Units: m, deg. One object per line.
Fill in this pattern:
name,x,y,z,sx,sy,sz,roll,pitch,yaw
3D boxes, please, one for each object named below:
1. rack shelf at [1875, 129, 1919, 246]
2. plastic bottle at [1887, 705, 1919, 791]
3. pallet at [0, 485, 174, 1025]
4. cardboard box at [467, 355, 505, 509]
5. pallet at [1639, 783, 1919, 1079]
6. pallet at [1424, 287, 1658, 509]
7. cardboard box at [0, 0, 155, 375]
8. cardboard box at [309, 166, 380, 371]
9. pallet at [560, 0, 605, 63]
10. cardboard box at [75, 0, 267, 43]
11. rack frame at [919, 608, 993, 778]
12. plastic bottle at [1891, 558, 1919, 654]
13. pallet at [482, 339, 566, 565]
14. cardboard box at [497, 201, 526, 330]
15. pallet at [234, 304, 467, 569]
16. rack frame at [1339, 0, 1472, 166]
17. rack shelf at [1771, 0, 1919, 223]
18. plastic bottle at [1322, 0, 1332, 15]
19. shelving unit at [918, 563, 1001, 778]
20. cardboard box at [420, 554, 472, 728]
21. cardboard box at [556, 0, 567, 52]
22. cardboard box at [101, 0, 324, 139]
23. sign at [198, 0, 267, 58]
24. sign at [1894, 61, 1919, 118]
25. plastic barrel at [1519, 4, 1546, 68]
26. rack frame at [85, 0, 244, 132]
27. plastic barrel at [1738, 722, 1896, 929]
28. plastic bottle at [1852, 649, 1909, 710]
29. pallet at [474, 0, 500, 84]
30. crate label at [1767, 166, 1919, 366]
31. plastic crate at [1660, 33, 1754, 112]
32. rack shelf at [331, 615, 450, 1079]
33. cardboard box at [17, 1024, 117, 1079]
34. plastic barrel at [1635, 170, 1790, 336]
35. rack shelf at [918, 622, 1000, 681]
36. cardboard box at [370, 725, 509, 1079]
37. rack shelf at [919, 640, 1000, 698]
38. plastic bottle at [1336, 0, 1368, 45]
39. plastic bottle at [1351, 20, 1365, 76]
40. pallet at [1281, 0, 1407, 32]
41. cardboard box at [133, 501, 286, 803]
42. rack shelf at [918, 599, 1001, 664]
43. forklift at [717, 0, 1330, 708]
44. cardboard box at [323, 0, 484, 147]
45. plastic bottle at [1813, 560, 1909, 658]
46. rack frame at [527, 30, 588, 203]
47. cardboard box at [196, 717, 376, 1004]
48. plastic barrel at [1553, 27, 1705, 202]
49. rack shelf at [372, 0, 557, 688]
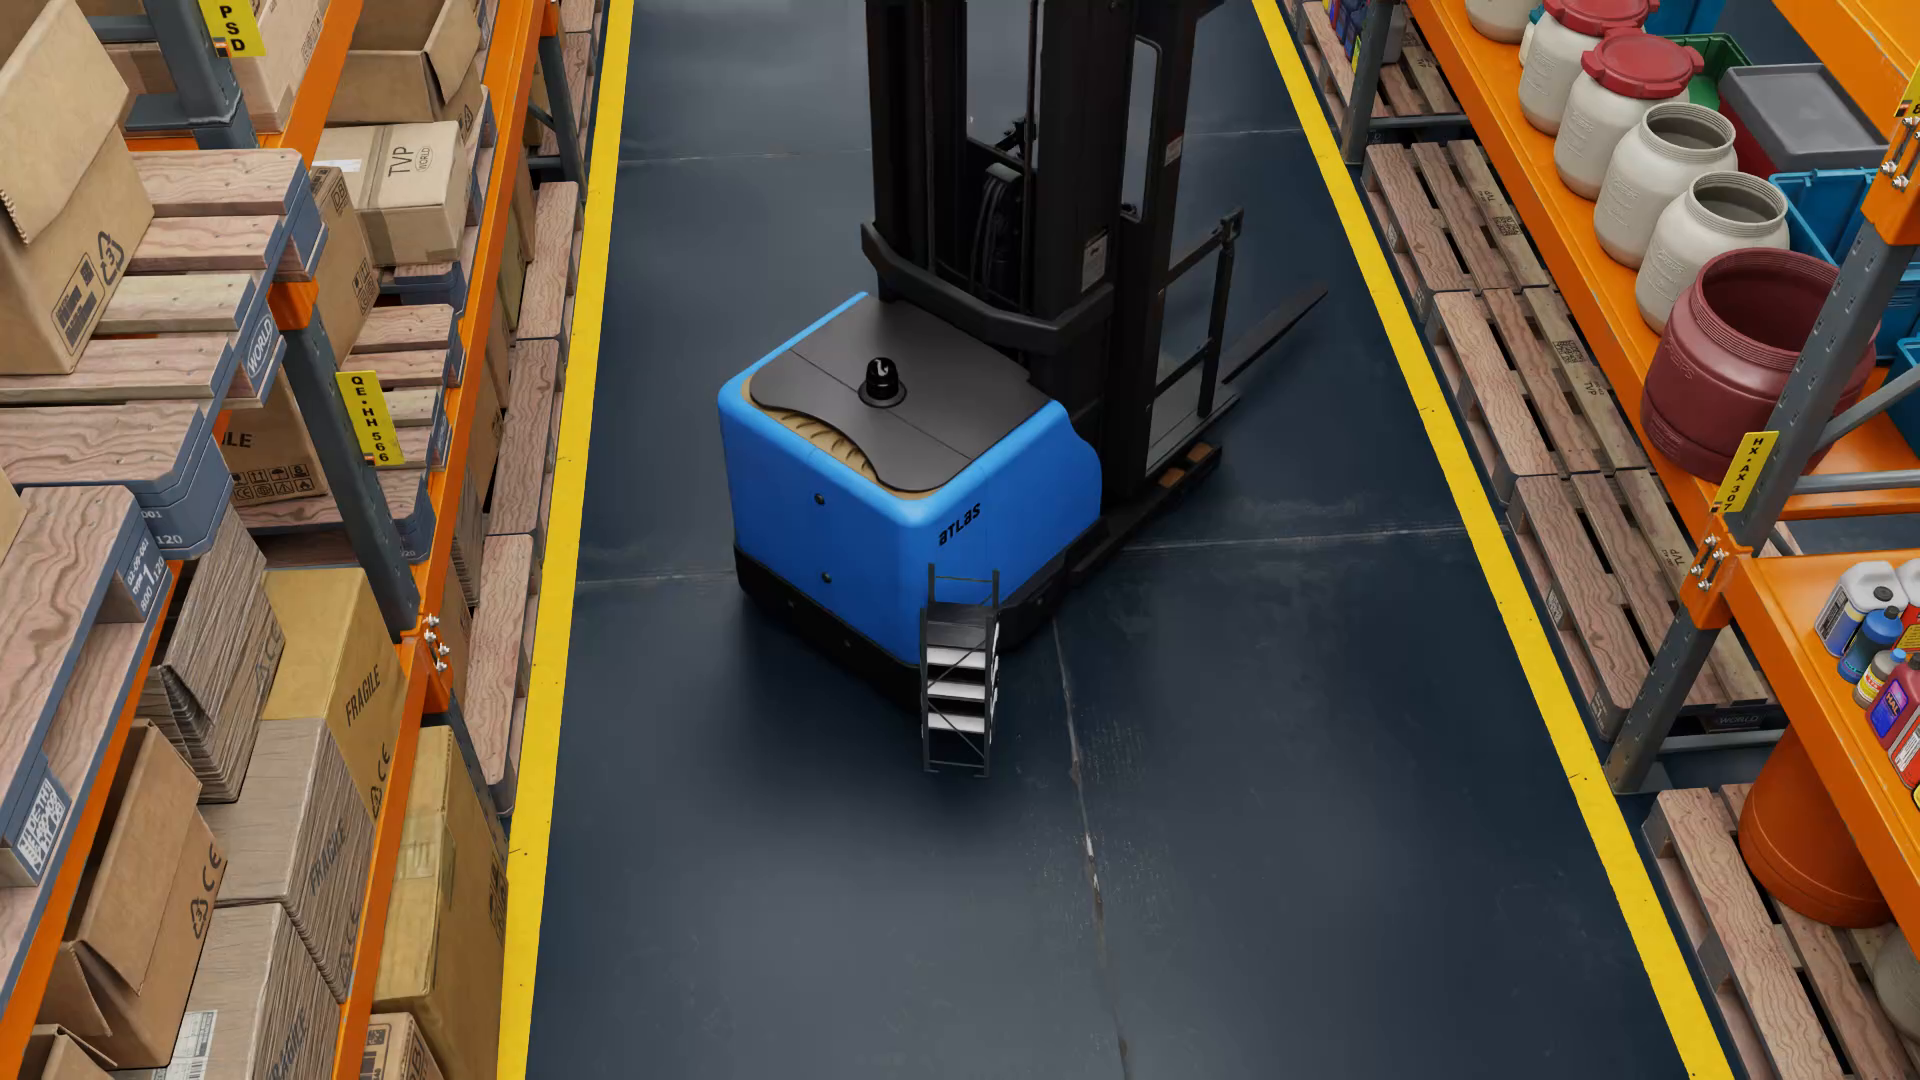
rack shelf,3.021,0.484,2.792,1.077,0.370,4.000,-3,47,-3
plastic bottle,2.606,0.531,4.403,0.152,0.276,0.135,-3,47,-3
pallet,-1.879,0.427,2.481,1.003,0.211,1.213,-2,47,-1
cardboard box,-2.271,-0.464,6.679,0.700,0.500,0.500,0,47,0
pallet,2.961,1.347,5.465,1.003,0.211,1.213,-3,47,-3
pallet,2.728,-0.664,7.370,1.003,0.211,1.213,-3,47,-3
cardboard box,-1.959,-0.653,3.012,0.797,0.503,0.637,-1,47,-1
cardboard box,-2.313,-0.843,5.261,0.700,0.500,0.500,3,47,3
pallet,-2.614,-3.182,9.755,1.003,0.211,1.213,-3,47,-3
cardboard box,-1.865,-1.472,3.735,0.500,0.500,0.500,-3,47,-3
rack frame,-0.013,0.546,5.750,0.240,0.900,0.006,5,47,5
plastic bottle,2.719,0.187,4.729,0.152,0.276,0.135,-3,47,-3
pallet,-2.245,-0.366,7.087,1.003,0.211,1.213,-3,47,-3
cardboard box,-2.366,-1.272,7.444,0.700,0.500,0.500,-4,47,-4
pallet,-2.248,-0.321,5.257,1.213,0.211,1.003,-3,47,-3
rack frame,2.519,-3.073,7.731,1.000,3.000,0.127,-3,47,-3
rack shelf,2.686,-2.410,5.533,1.077,0.370,4.000,-3,47,-3
plastic bottle,2.135,-3.135,9.311,0.144,0.351,0.185,-4,47,-4
shelving unit,0.000,0.473,5.819,0.258,0.900,0.210,5,47,5
cardboard box,-2.158,0.346,5.911,0.700,0.500,0.500,-6,47,-5
cardboard box,-2.466,-2.763,8.870,0.500,0.500,0.500,10,47,9
cardboard box,-1.868,-1.214,4.007,0.500,0.250,0.500,-3,47,-3
sign,-1.528,-1.143,3.426,0.100,0.325,0.005,-3,47,-3
sign,2.306,-1.136,3.903,0.100,0.325,0.005,-3,47,-3
plastic barrel,2.477,-2.059,6.866,0.301,0.262,0.301,0,47,0
rack frame,-2.082,-1.941,2.527,1.000,3.000,0.127,-3,47,-3
plastic barrel,2.912,0.775,5.292,0.600,0.830,0.708,-3,47,-3
plastic bottle,2.558,0.378,4.600,0.097,0.201,0.097,0,47,0
pallet,-2.498,-2.145,6.984,1.003,0.211,1.213,-3,47,-3
crate label,3.040,-0.927,5.674,0.502,0.435,0.616,-3,47,-3
plastic crate,2.946,-1.758,6.631,0.450,0.188,0.662,-3,47,-3
rack shelf,-1.915,1.816,3.596,1.077,0.370,4.000,-3,47,-3
cardboard box,-1.922,1.229,2.897,0.797,0.503,0.637,-2,47,-2
plastic barrel,2.555,-0.949,5.642,0.421,0.512,0.421,0,47,0
rack shelf,0.000,0.372,5.713,0.258,0.077,0.200,5,47,5
cardboard box,-2.045,1.208,4.850,1.225,0.875,0.875,-5,47,-5
rack shelf,0.000,0.434,5.778,0.258,0.077,0.200,5,47,5
plastic bottle,2.162,-2.901,9.090,0.144,0.351,0.185,-6,47,-5
plastic bottle,2.150,-2.619,8.868,0.061,0.283,0.133,-1,47,-1
pallet,2.399,-3.488,10.044,1.003,0.211,1.213,-3,47,-3
cardboard box,-2.037,0.272,3.803,0.797,0.503,0.637,-2,47,-2
rack shelf,0.000,0.310,5.647,0.258,0.077,0.200,5,47,5
forklift,0.466,-1.375,6.170,1.130,2.935,3.031,33,55,27
cardboard box,-2.180,-1.704,6.074,0.797,0.503,0.637,1,47,1
plastic bottle,2.568,0.196,4.720,0.152,0.276,0.135,-3,47,-3
rack frame,-2.417,-2.772,7.446,1.000,3.000,0.127,-3,47,-3
cardboard box,-1.758,0.790,4.003,0.500,0.500,0.500,-4,47,-4
plastic barrel,2.478,-1.571,6.215,0.433,0.535,0.433,0,47,0
rack shelf,-2.249,-1.078,6.337,1.077,0.370,4.000,-3,47,-3
